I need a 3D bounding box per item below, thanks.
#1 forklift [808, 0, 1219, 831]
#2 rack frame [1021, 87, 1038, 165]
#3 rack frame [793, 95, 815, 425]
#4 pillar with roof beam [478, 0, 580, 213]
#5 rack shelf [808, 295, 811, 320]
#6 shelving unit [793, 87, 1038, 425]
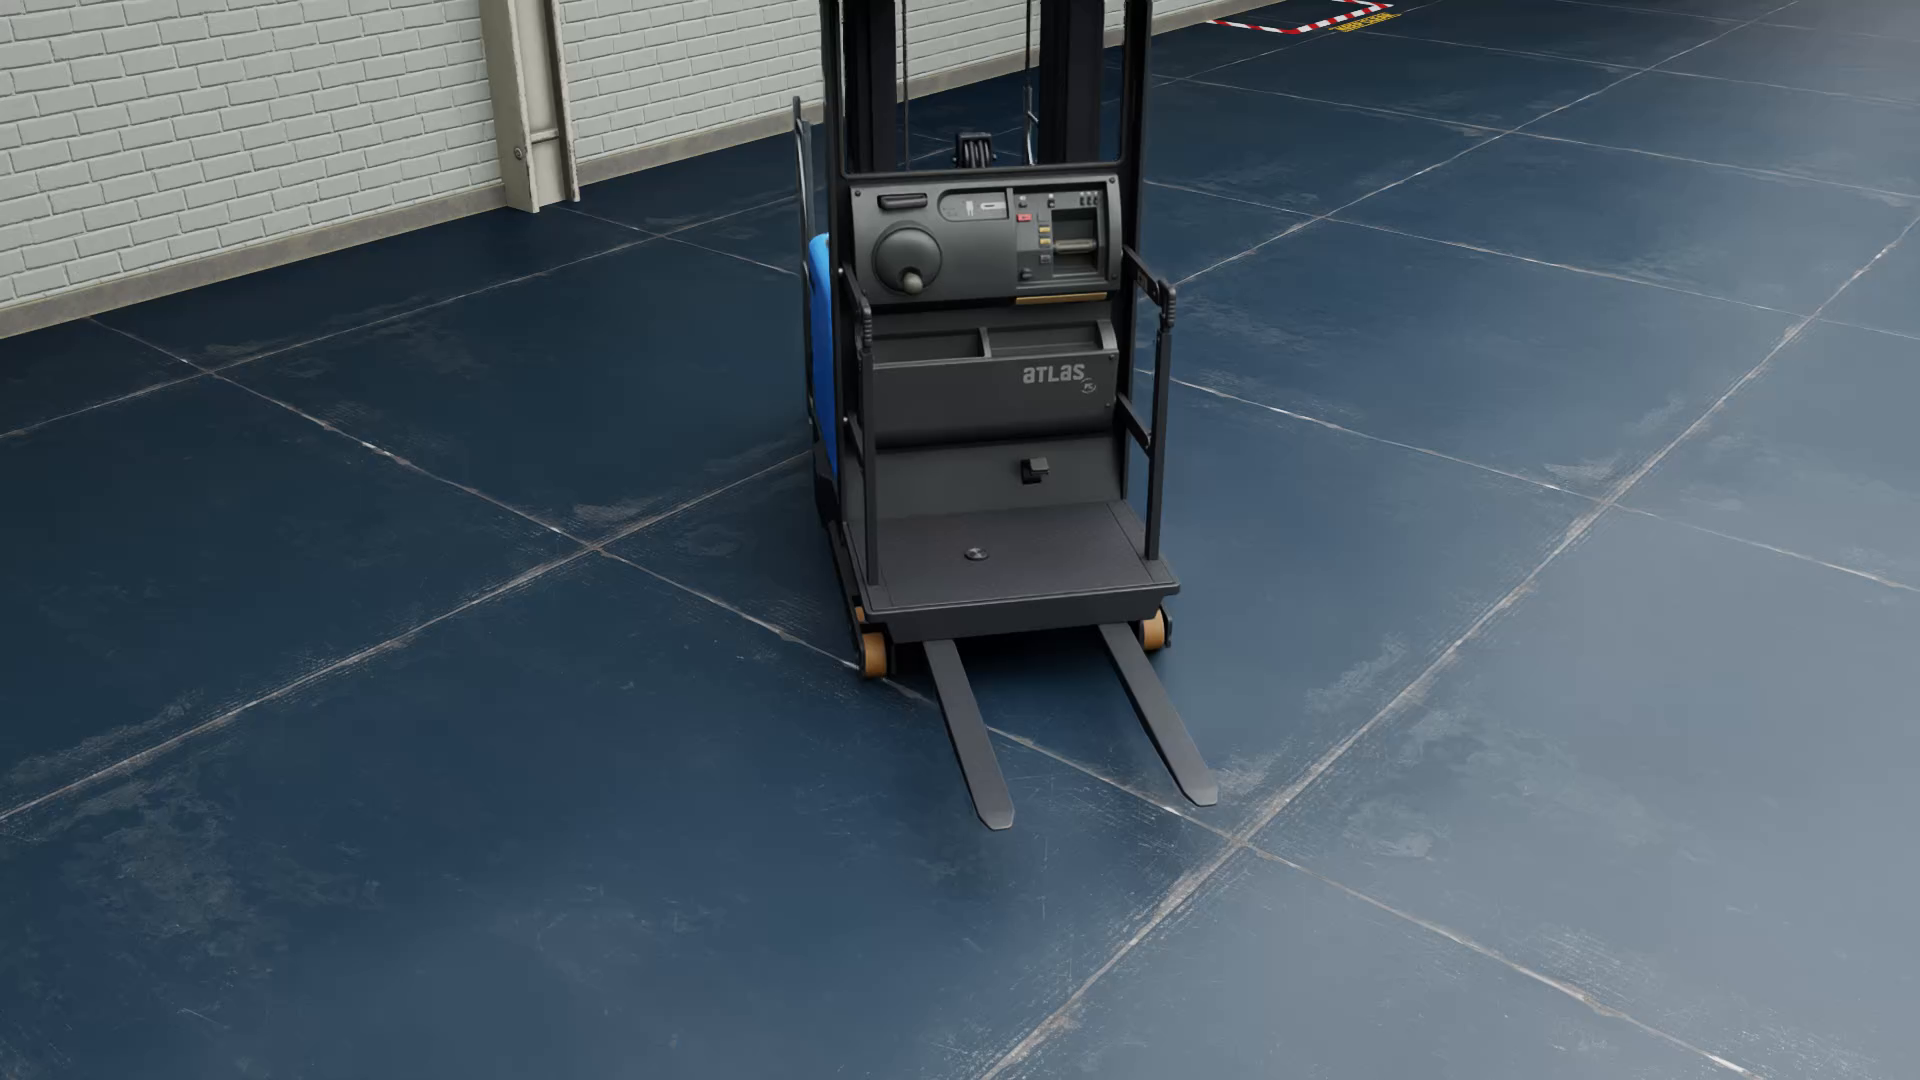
[{"bbox_3d":[0.136,-0.999,5.491,1.130,2.935,3.031,-5,28,-9],"label":"forklift"},{"bbox_3d":[0.335,-1.229,7.488,0.032,1.500,0.500,-5,27,-9],"label":"rack frame"},{"bbox_3d":[-0.667,-1.149,7.333,0.032,1.500,0.500,-5,27,-9],"label":"rack frame"},{"bbox_3d":[0.533,-4.994,6.610,9.100,9.000,0.400,21,34,34],"label":"pillar with roof beam"},{"bbox_3d":[-0.166,-1.029,7.491,1.000,0.185,0.538,-5,27,-9],"label":"rack shelf"},{"bbox_3d":[-0.166,-1.189,7.410,1.048,1.500,0.538,-5,27,-9],"label":"shelving unit"}]
